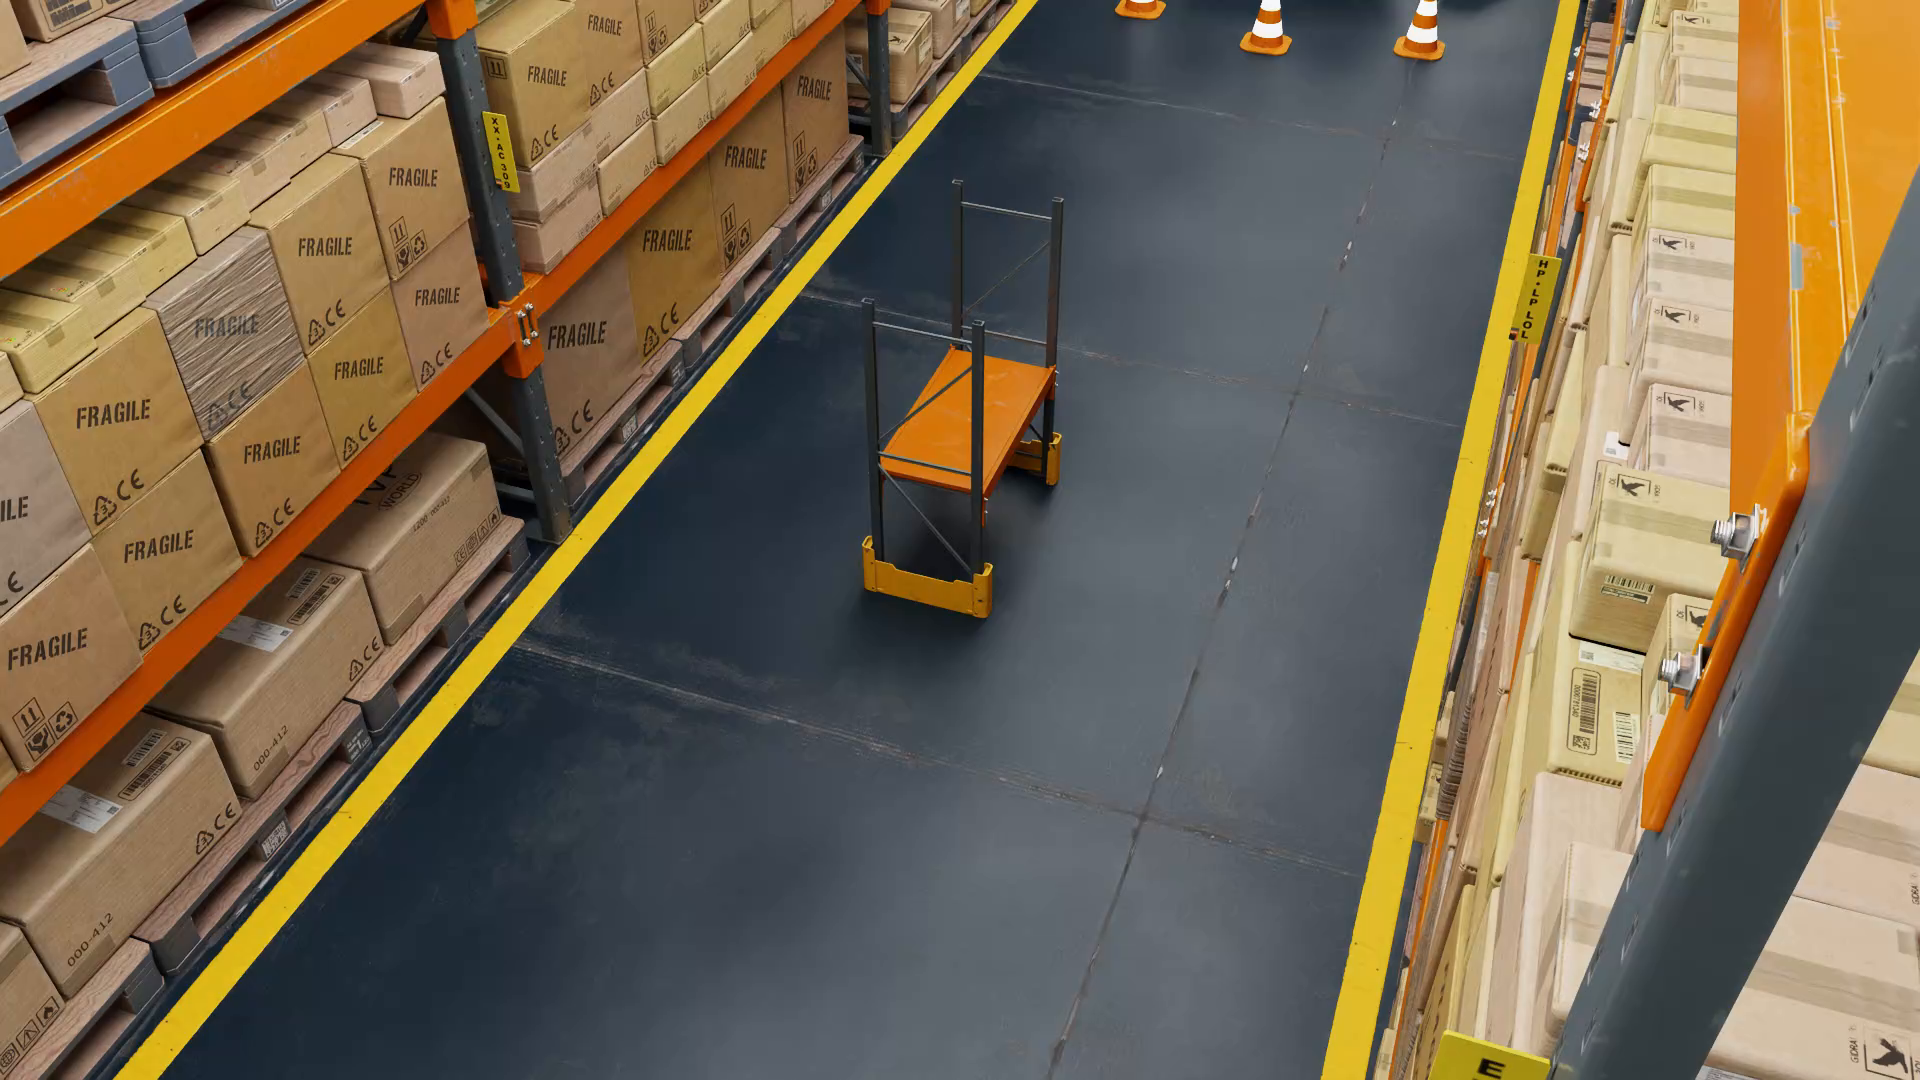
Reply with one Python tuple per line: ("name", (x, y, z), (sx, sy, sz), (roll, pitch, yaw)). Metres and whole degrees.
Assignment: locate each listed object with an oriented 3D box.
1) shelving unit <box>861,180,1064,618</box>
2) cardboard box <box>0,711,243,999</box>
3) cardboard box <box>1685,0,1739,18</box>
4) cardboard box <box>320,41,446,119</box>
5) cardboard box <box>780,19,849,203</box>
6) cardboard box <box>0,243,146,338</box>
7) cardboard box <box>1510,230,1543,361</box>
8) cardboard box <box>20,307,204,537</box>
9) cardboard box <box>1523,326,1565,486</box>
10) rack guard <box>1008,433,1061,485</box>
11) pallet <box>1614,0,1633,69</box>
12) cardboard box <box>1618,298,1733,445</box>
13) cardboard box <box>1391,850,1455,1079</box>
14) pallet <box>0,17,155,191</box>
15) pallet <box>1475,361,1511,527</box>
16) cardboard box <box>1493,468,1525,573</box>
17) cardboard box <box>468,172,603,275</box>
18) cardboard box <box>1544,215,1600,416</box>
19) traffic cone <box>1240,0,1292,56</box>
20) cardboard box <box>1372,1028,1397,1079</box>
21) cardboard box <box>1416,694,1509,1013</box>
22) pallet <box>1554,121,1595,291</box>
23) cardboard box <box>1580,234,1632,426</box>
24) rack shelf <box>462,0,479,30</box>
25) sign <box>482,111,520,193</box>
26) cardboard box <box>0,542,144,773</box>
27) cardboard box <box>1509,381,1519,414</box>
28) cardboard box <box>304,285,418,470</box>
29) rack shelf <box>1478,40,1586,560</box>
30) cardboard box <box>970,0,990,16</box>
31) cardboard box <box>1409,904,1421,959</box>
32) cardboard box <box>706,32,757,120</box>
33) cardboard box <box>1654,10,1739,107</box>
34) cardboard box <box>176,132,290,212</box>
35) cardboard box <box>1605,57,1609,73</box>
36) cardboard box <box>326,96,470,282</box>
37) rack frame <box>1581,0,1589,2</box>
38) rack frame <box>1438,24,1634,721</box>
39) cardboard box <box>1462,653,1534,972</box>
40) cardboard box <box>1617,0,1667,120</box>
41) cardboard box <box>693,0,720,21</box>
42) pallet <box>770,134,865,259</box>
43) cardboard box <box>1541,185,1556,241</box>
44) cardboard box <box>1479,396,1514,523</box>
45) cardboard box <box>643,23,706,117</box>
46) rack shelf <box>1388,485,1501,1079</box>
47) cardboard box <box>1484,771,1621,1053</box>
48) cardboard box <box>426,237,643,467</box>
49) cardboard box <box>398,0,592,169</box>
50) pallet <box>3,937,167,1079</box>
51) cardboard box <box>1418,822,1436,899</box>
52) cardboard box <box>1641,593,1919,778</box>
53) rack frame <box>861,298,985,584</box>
("shelving unit", (0.026, -0.617, 7.271), (0.587, 1.500, 1.083), (13, 42, 15))
("cardboard box", (-3.223, 1.013, 5.856), (0.875, 0.438, 0.875), (14, 43, 16))
("cardboard box", (1.910, -1.198, 3.909), (0.380, 0.149, 0.250), (13, 42, 15))
("cardboard box", (-2.098, -1.664, 5.996), (0.380, 0.149, 0.250), (12, 42, 14))
("cardboard box", (-1.238, -2.645, 9.807), (0.875, 0.875, 0.875), (13, 42, 15))
("cardboard box", (-2.664, -0.745, 4.918), (0.380, 0.149, 0.250), (13, 42, 15))
("cardboard box", (3.112, -1.186, 8.385), (0.500, 0.500, 0.500), (14, 42, 16))
("cardboard box", (-2.719, -0.402, 5.017), (0.500, 0.500, 0.500), (13, 42, 15))
("cardboard box", (1.848, -0.211, 4.563), (0.500, 0.500, 0.500), (12, 42, 14))
("rack guard", (0.196, -0.445, 8.033), (0.587, 0.250, 0.087), (13, 42, 15))
("pallet", (2.706, -1.643, 5.152), (1.213, 0.211, 1.003), (13, 42, 15))
("cardboard box", (1.332, -0.248, 2.796), (0.380, 0.149, 0.250), (14, 42, 16))
("cardboard box", (1.284, 1.113, 3.782), (0.500, 0.500, 0.500), (13, 42, 15))
("pallet", (-3.000, -1.126, 4.470), (1.003, 0.211, 1.213), (13, 42, 15))
("pallet", (3.075, -0.381, 7.988), (1.003, 0.211, 1.213), (13, 42, 15))
("cardboard box", (1.826, 0.178, 4.877), (0.500, 0.500, 0.500), (13, 42, 15))
("cardboard box", (-1.893, -1.410, 7.161), (0.500, 0.250, 0.500), (12, 42, 14))
("cardboard box", (1.629, -0.460, 3.736), (0.500, 0.250, 0.500), (15, 43, 17))
("traffic cone", (2.176, -3.706, 11.690), (0.336, 0.463, 0.334), (13, 42, 15))
("cardboard box", (1.453, 1.684, 5.063), (0.380, 0.149, 0.250), (14, 42, 16))
("cardboard box", (1.292, 0.725, 3.466), (0.500, 0.500, 0.500), (15, 43, 17))
("pallet", (3.124, -1.370, 7.147), (1.003, 0.211, 1.213), (13, 42, 15))
("cardboard box", (1.480, -0.321, 3.188), (0.500, 0.250, 0.500), (12, 42, 13))
("rack shelf", (-1.608, -3.344, 7.556), (1.077, 0.370, 4.000), (13, 42, 15))
("sign", (-1.770, -1.494, 6.416), (0.100, 0.325, 0.005), (13, 42, 15))
("cardboard box", (-2.888, 0.295, 4.970), (0.500, 0.500, 0.500), (13, 42, 15))
("cardboard box", (2.600, -0.535, 7.044), (0.500, 0.250, 0.500), (15, 43, 17))
("cardboard box", (-2.381, -0.641, 6.066), (0.500, 0.500, 0.500), (12, 42, 14))
("rack shelf", (3.078, -1.166, 7.314), (1.077, 0.370, 4.000), (13, 42, 15))
("cardboard box", (-0.212, -4.112, 11.914), (0.950, 0.372, 0.625), (15, 43, 17))
("cardboard box", (1.660, 1.264, 5.326), (0.380, 0.149, 0.250), (14, 42, 16))
("cardboard box", (-1.348, -2.338, 8.248), (0.500, 0.250, 0.500), (13, 42, 14))
("cardboard box", (1.779, -1.050, 3.735), (0.380, 0.149, 0.250), (12, 42, 14))
("cardboard box", (-2.454, -1.219, 5.474), (0.380, 0.149, 0.250), (13, 42, 15))
("cardboard box", (3.328, -2.332, 7.996), (0.380, 0.149, 0.250), (15, 43, 17))
("cardboard box", (-2.194, -1.326, 6.100), (0.500, 0.500, 0.500), (13, 42, 15))
("rack frame", (5.130, -5.099, 11.370), (1.000, 3.000, 0.127), (13, 42, 15))
("rack frame", (2.395, -0.220, 5.651), (1.000, 3.000, 0.127), (13, 42, 15))
("cardboard box", (1.101, 0.487, 2.627), (0.500, 0.250, 0.500), (13, 42, 15))
("cardboard box", (2.004, -1.254, 4.282), (0.500, 0.250, 0.500), (15, 43, 16))
("cardboard box", (-1.378, -2.819, 7.849), (0.500, 0.500, 0.500), (13, 42, 14))
("pallet", (-1.264, -2.172, 10.087), (1.003, 0.211, 1.213), (13, 42, 15))
("cardboard box", (3.126, -1.478, 8.149), (0.500, 0.250, 0.500), (13, 42, 15))
("cardboard box", (2.587, -0.249, 7.287), (0.500, 0.500, 0.500), (12, 42, 14))
("cardboard box", (-1.527, -2.222, 7.727), (0.500, 0.250, 0.500), (14, 42, 16))
("rack shelf", (1.711, 1.273, 4.454), (1.077, 0.370, 4.000), (13, 42, 15))
("cardboard box", (0.945, 0.608, 2.099), (0.500, 0.250, 0.500), (12, 42, 14))
("cardboard box", (-2.155, -1.004, 7.883), (0.875, 0.875, 0.875), (15, 43, 16))
("cardboard box", (-1.871, -1.880, 6.749), (0.500, 0.500, 0.500), (14, 42, 16))
("pallet", (-3.460, 1.738, 5.504), (1.003, 0.211, 1.213), (13, 42, 15))
("cardboard box", (1.841, 1.181, 5.881), (0.380, 0.149, 0.250), (13, 42, 15))
("cardboard box", (1.128, 0.240, 2.223), (0.380, 0.149, 0.250), (12, 42, 14))
("rack frame", (-0.145, -0.313, 6.914), (0.500, 1.500, 0.032), (13, 42, 15))
